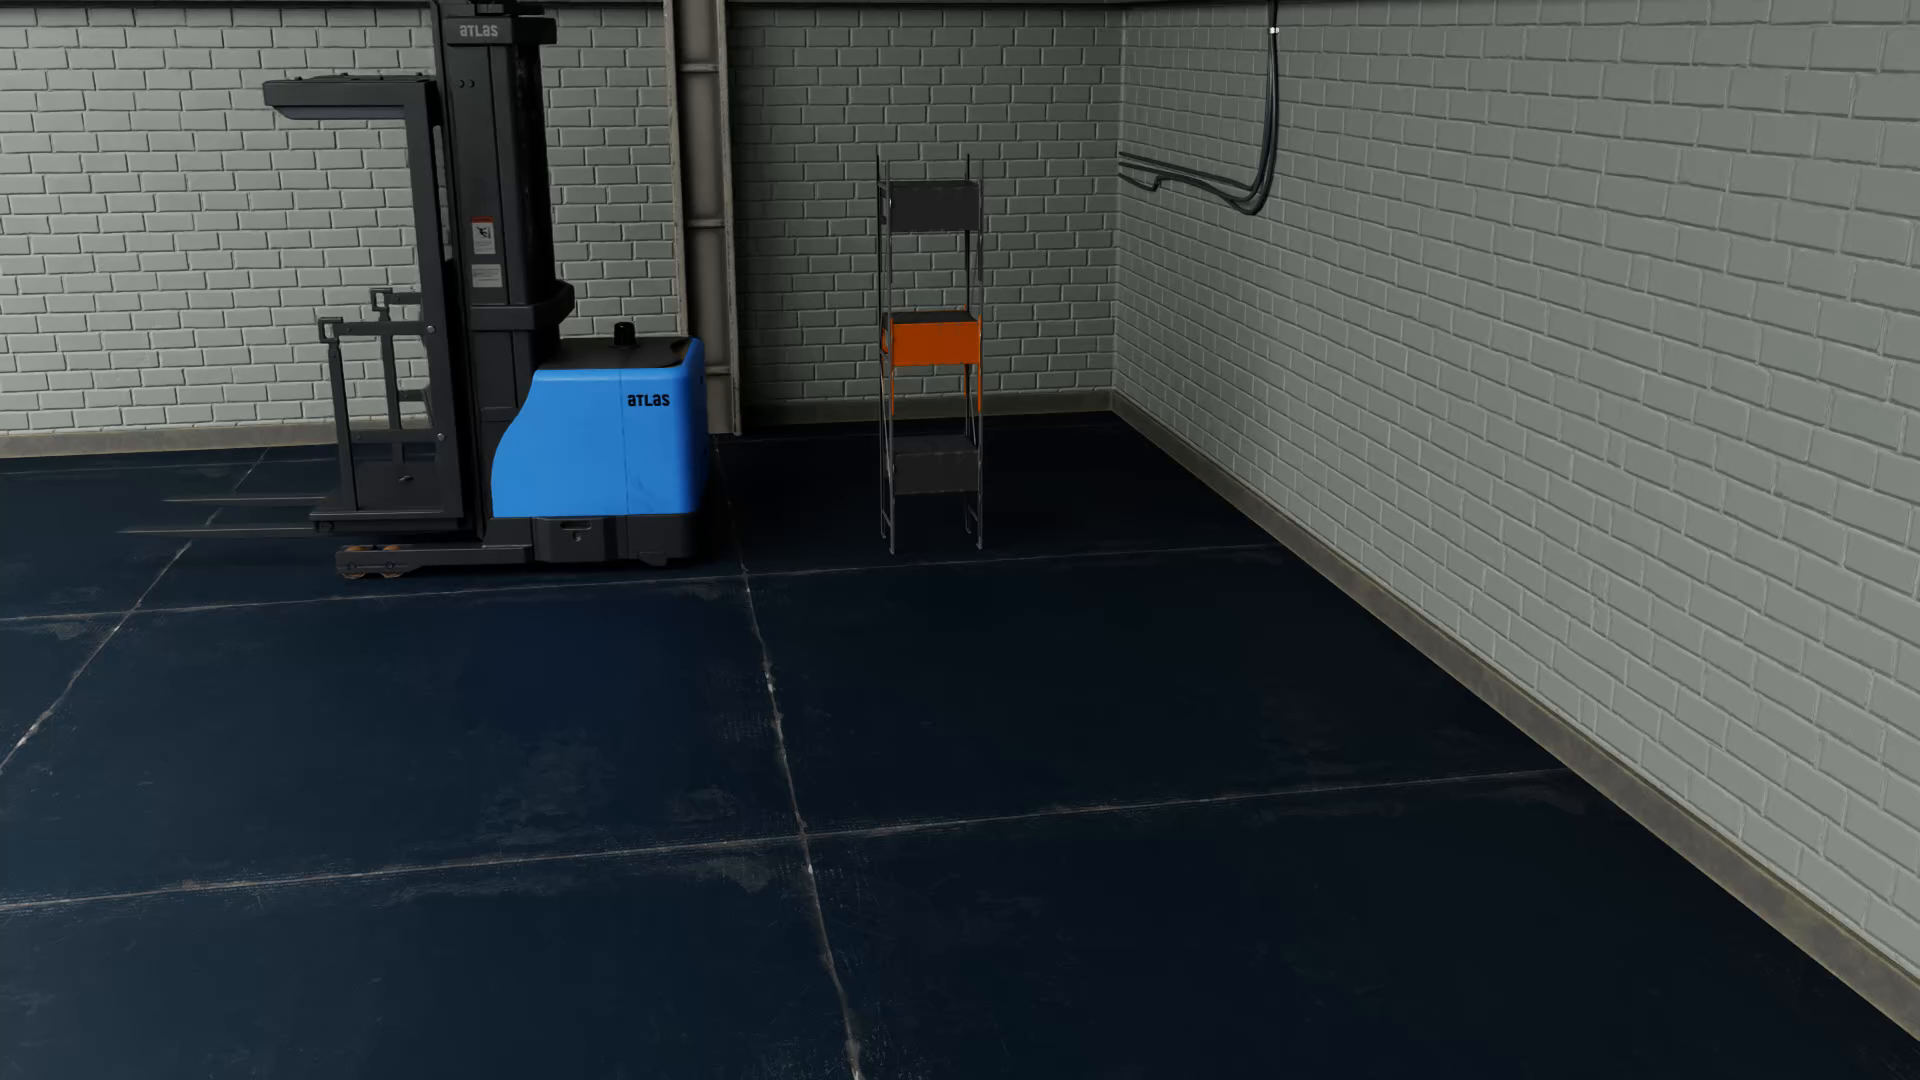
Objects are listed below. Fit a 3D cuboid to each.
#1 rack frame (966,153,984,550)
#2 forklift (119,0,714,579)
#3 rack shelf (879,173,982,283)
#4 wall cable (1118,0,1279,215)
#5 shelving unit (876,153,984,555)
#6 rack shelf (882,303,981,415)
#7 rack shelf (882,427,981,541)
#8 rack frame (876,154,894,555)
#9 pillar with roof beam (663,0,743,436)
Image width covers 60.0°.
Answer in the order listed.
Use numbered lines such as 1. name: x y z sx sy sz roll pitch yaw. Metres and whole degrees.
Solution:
1. rack frame: 0.077 -1.008 9.018 0.015 2.100 0.400 -3 17 -10
2. forklift: -2.910 -1.360 8.747 3.031 2.935 1.130 -1 17 -4
3. rack shelf: -0.163 -1.651 8.772 0.480 0.518 0.431 -3 17 -10
4. wall cable: 1.387 -3.372 10.252 0.112 2.526 3.097 -3 17 -10
5. shelving unit: -0.163 -0.995 8.974 0.503 2.100 0.431 -3 17 -10
6. rack shelf: -0.163 -0.981 8.978 0.480 0.518 0.431 -3 17 -10
7. rack shelf: -0.163 -0.312 9.183 0.480 0.518 0.431 -3 17 -10
8. rack frame: -0.402 -0.981 8.929 0.015 2.100 0.400 -3 17 -10
9. pillar with roof beam: -0.940 -3.832 6.463 0.400 9.000 9.100 -3 17 -10
